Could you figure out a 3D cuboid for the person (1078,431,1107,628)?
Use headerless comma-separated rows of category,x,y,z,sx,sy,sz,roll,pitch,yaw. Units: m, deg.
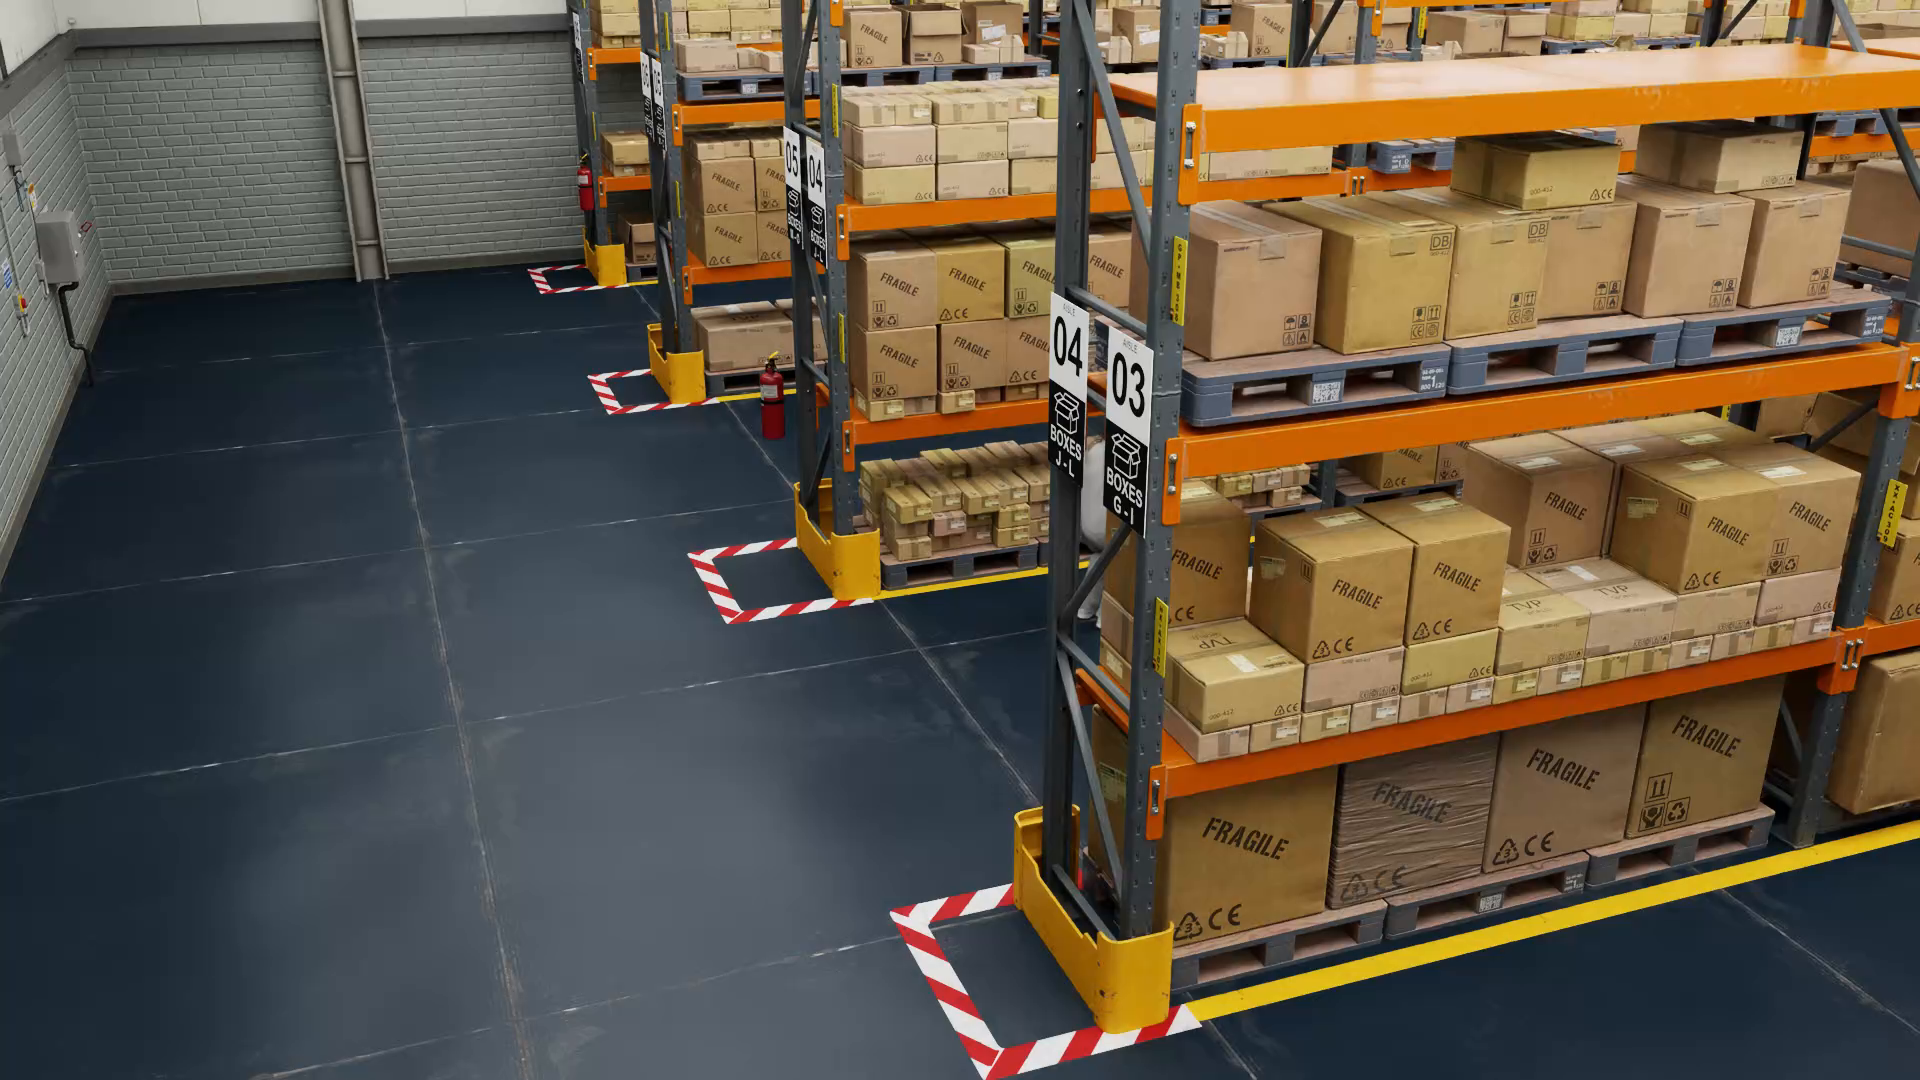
person,1.015,-0.136,11.427,0.574,1.469,0.488,-14,26,-30
